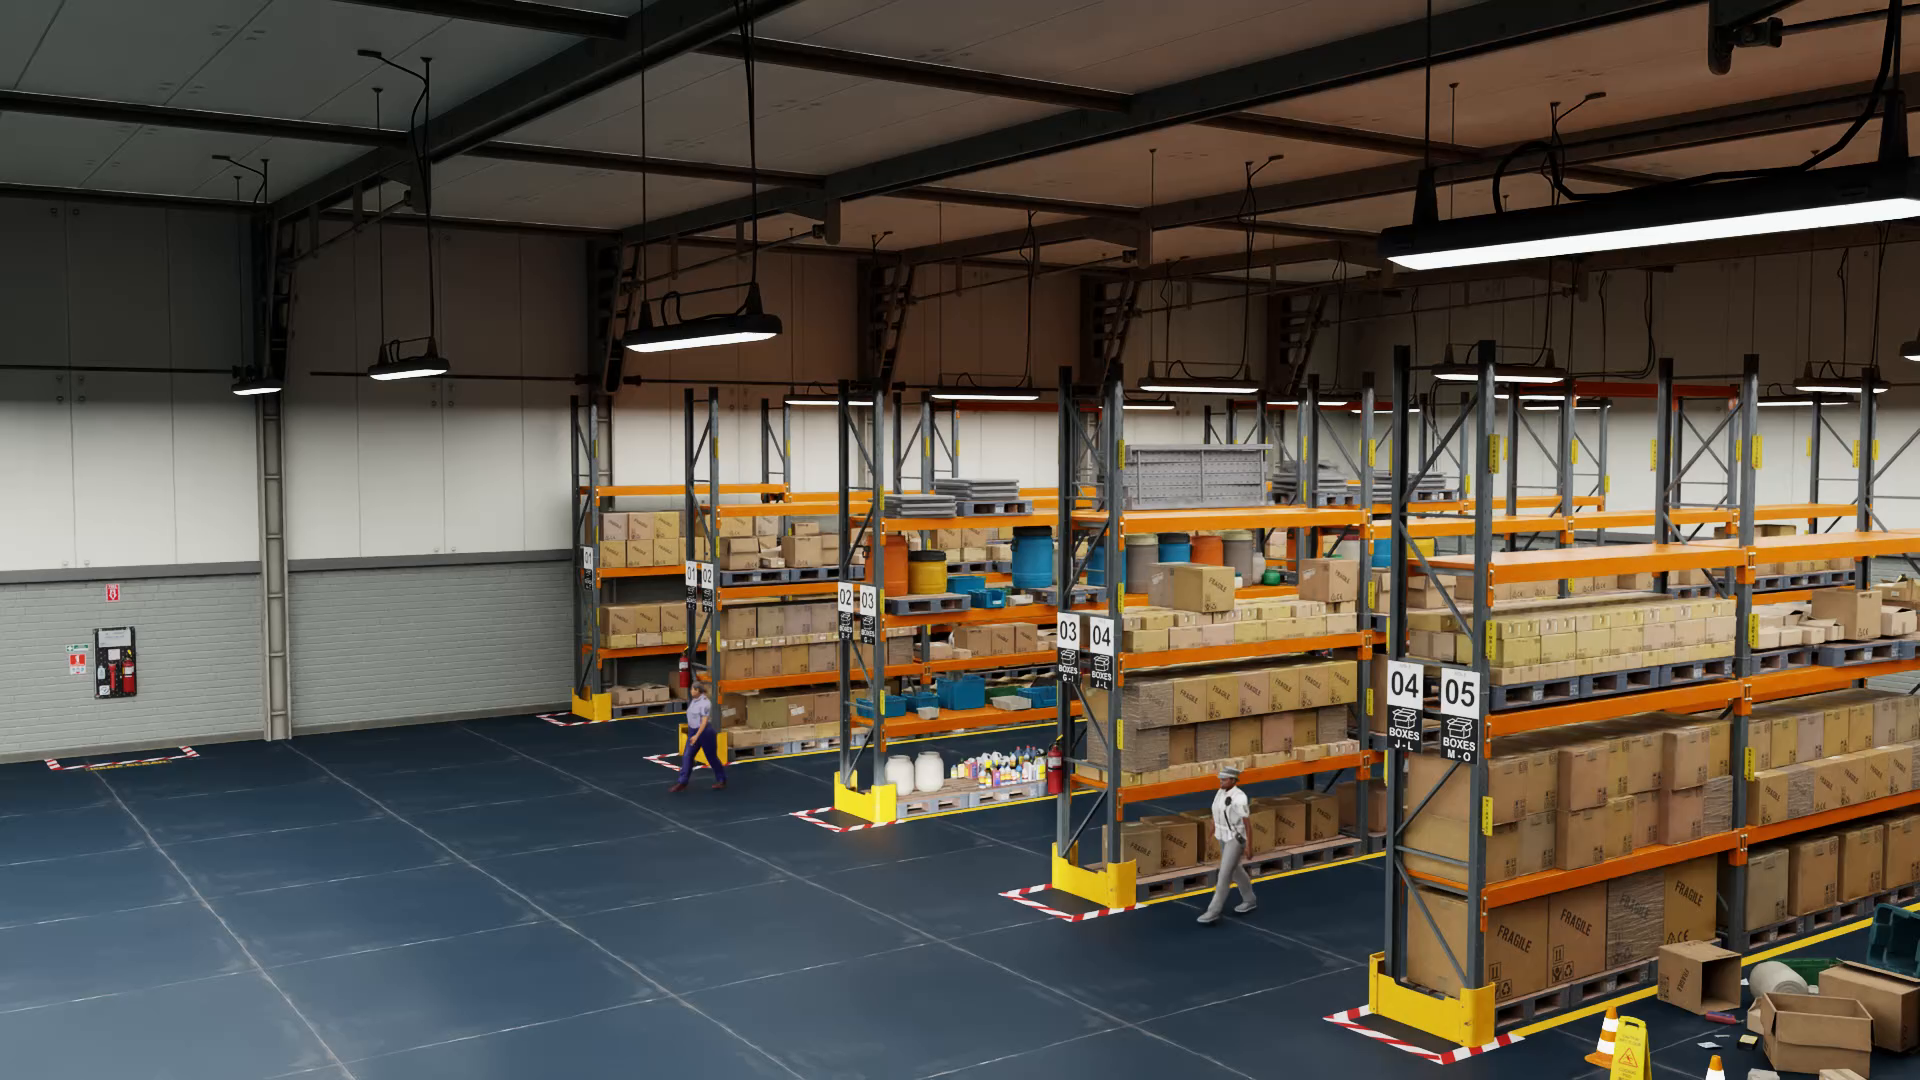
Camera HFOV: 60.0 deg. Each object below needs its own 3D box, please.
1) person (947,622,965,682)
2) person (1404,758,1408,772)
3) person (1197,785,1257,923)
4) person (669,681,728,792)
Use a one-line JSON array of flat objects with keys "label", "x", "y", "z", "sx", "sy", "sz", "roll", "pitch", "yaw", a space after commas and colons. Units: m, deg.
[{"label": "person", "x": -0.091, "y": 2.357, "z": 33.023, "sx": 0.584, "sy": 1.694, "sz": 0.539, "roll": -1, "pitch": 4, "yaw": -16}, {"label": "person", "x": 6.591, "y": 2.867, "z": 24.384, "sx": 0.516, "sy": 1.674, "sz": 0.512, "roll": -2, "pitch": 4, "yaw": -36}, {"label": "person", "x": 4.649, "y": 2.931, "z": 23.250, "sx": 8.727, "sy": 1.617, "sz": 8.562, "roll": -2, "pitch": 4, "yaw": -25}, {"label": "person", "x": -3.857, "y": 2.870, "z": 24.421, "sx": 0.930, "sy": 1.607, "sz": 0.508, "roll": -3, "pitch": 5, "yaw": -42}]
